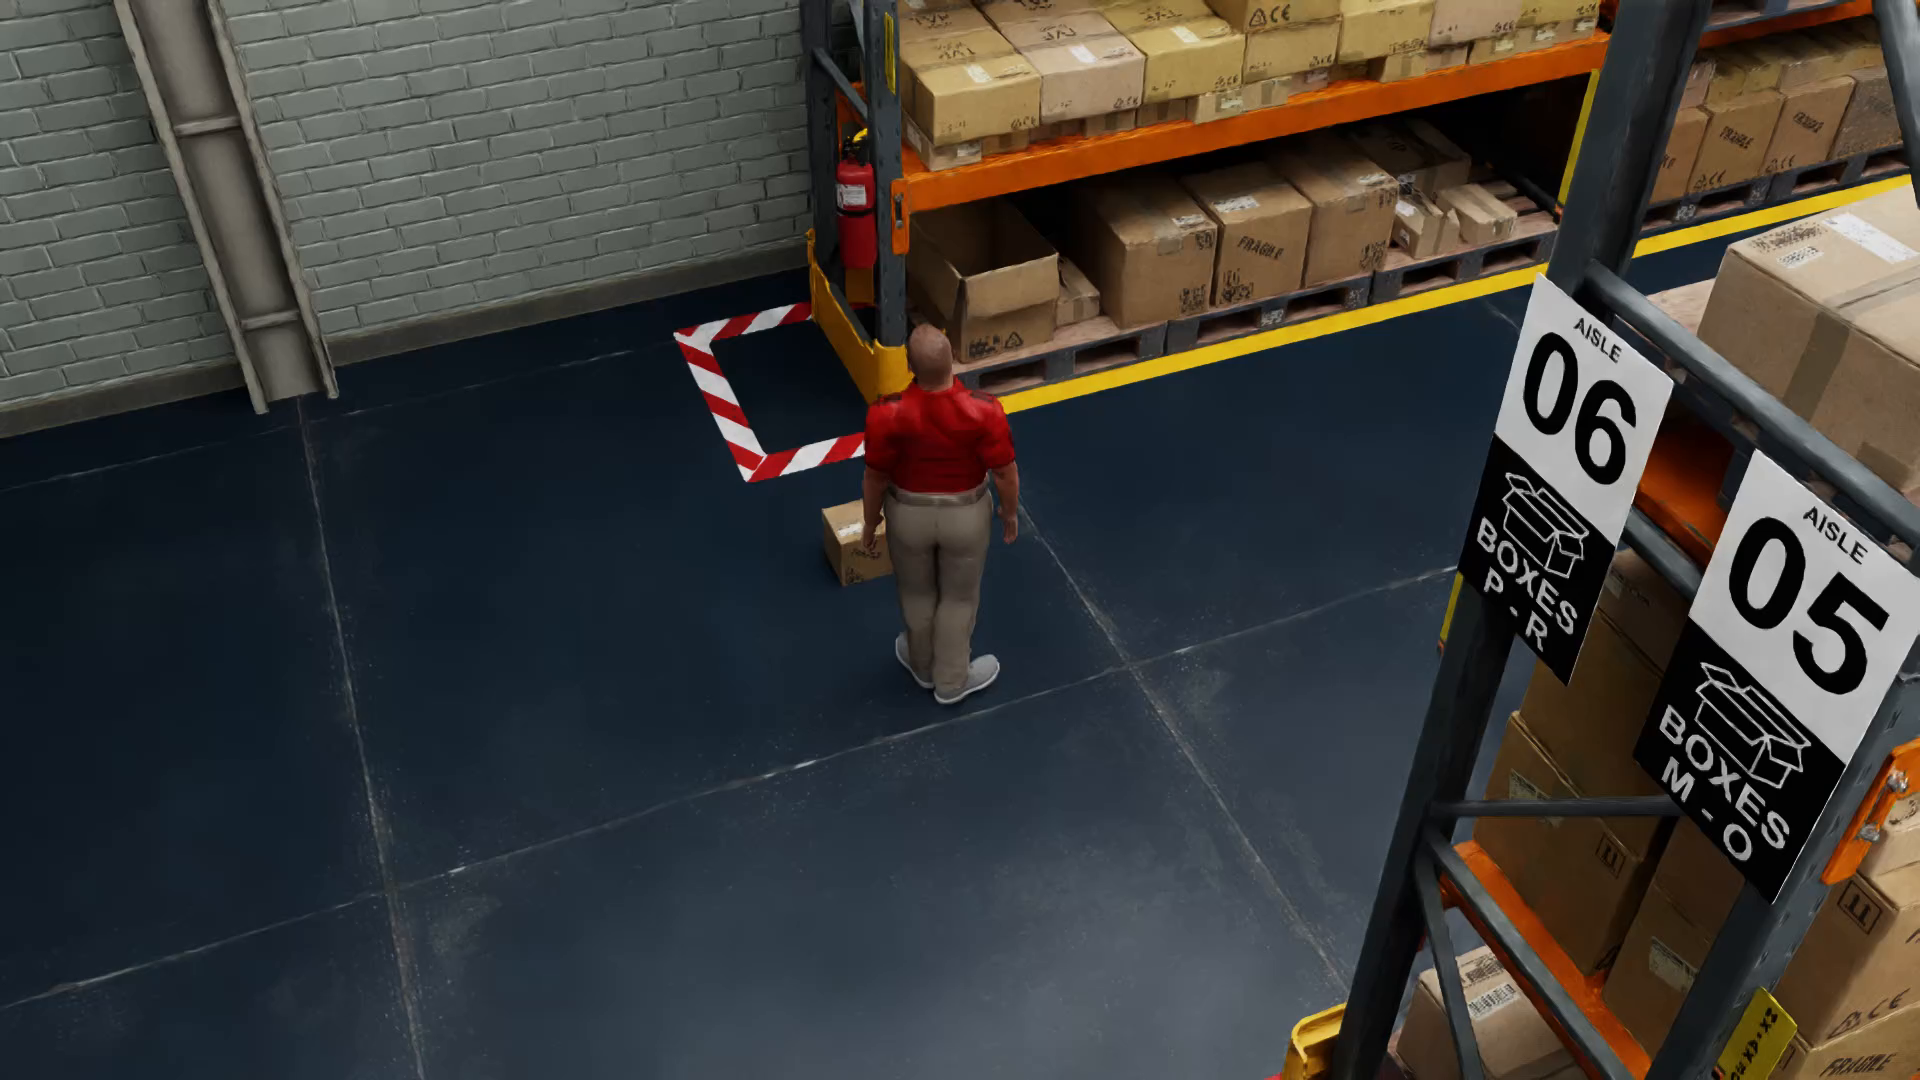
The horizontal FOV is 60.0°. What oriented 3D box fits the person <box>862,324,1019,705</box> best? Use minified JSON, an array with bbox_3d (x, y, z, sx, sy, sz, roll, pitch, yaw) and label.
[{"bbox_3d":[-0.074,-0.100,6.272,0.591,1.726,0.411,1,41,1],"label":"person"}]
